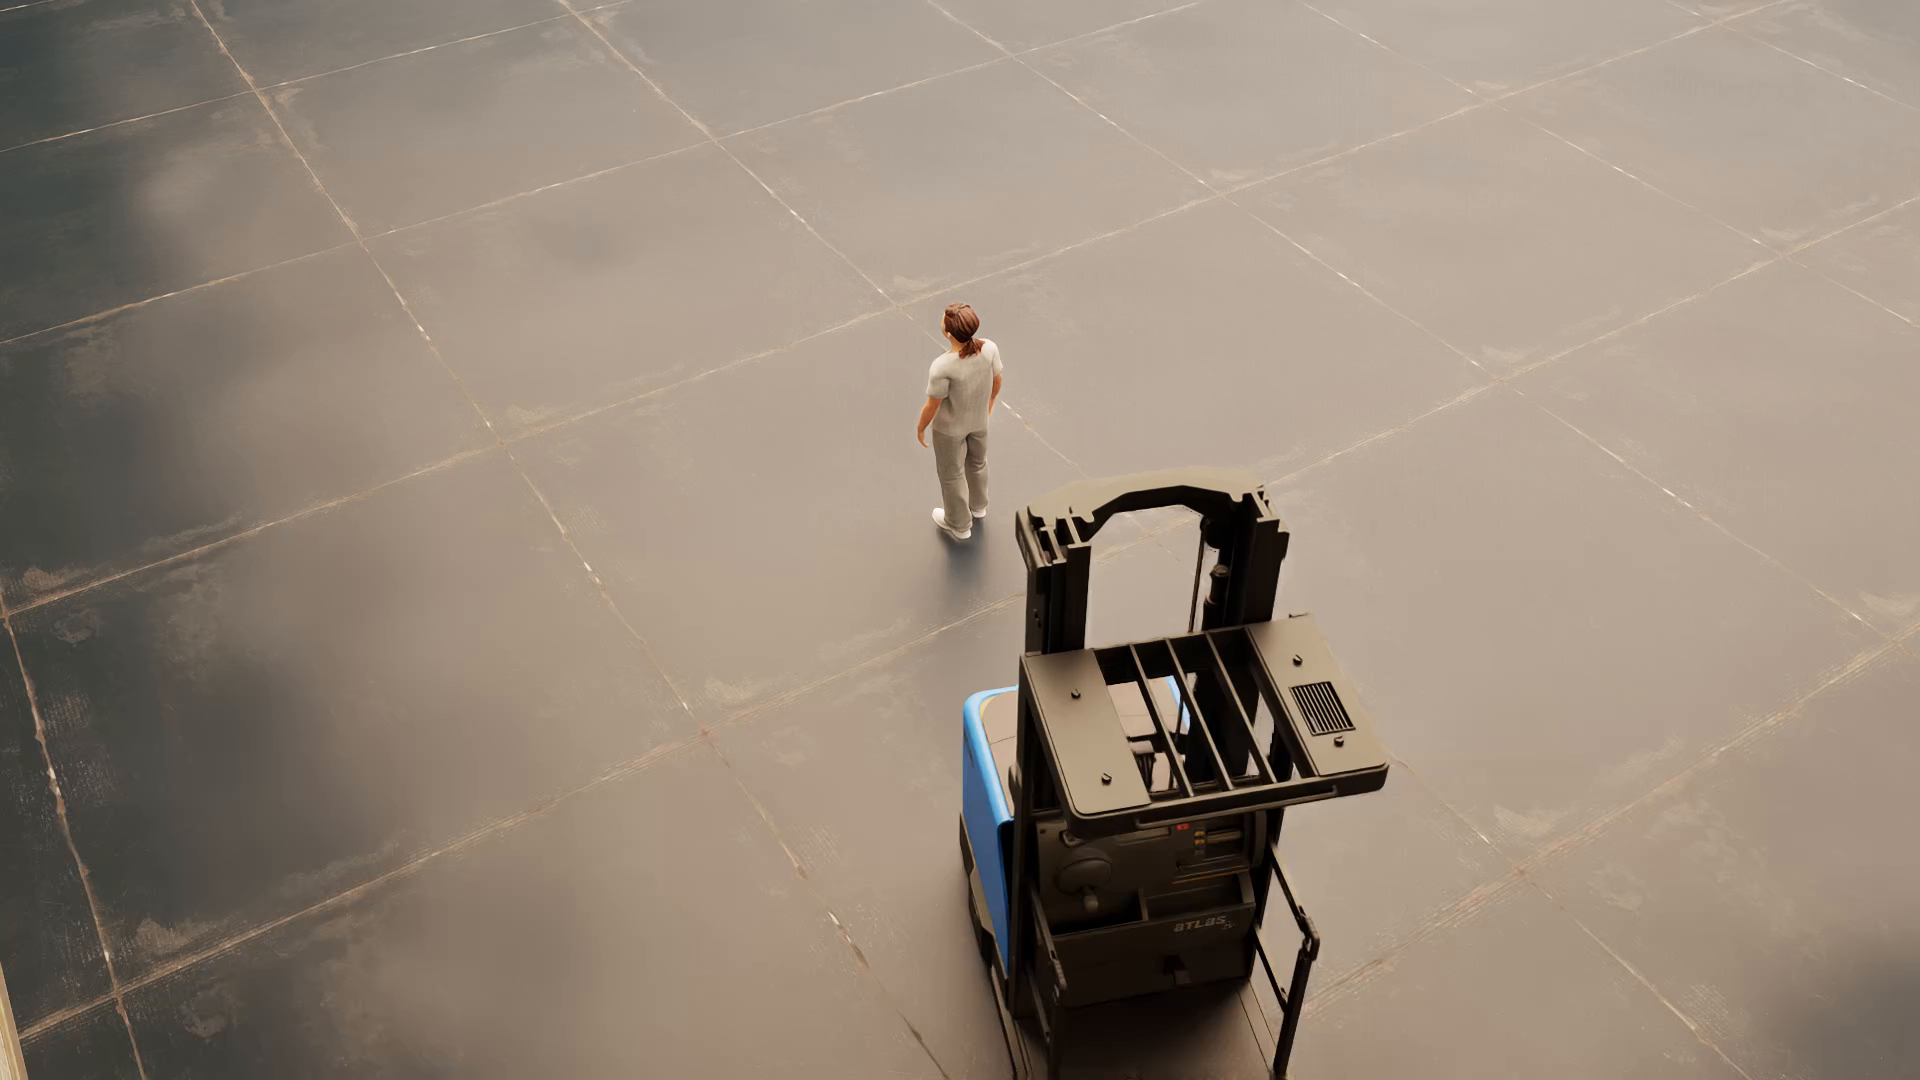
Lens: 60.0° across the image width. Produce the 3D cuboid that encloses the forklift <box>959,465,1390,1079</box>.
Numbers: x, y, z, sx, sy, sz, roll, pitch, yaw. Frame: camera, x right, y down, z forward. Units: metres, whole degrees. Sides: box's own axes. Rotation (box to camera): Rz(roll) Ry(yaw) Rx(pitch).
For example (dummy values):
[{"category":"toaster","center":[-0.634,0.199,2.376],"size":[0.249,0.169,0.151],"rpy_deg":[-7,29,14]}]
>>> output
[{"category":"forklift","center":[0.802,1.297,6.387],"size":[1.130,2.935,3.031],"rpy_deg":[-8,42,-9]}]

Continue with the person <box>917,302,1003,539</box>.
[{"category":"person","center":[-0.028,-0.712,9.567],"size":[0.549,1.675,0.549],"rpy_deg":[-23,46,-24]}]
